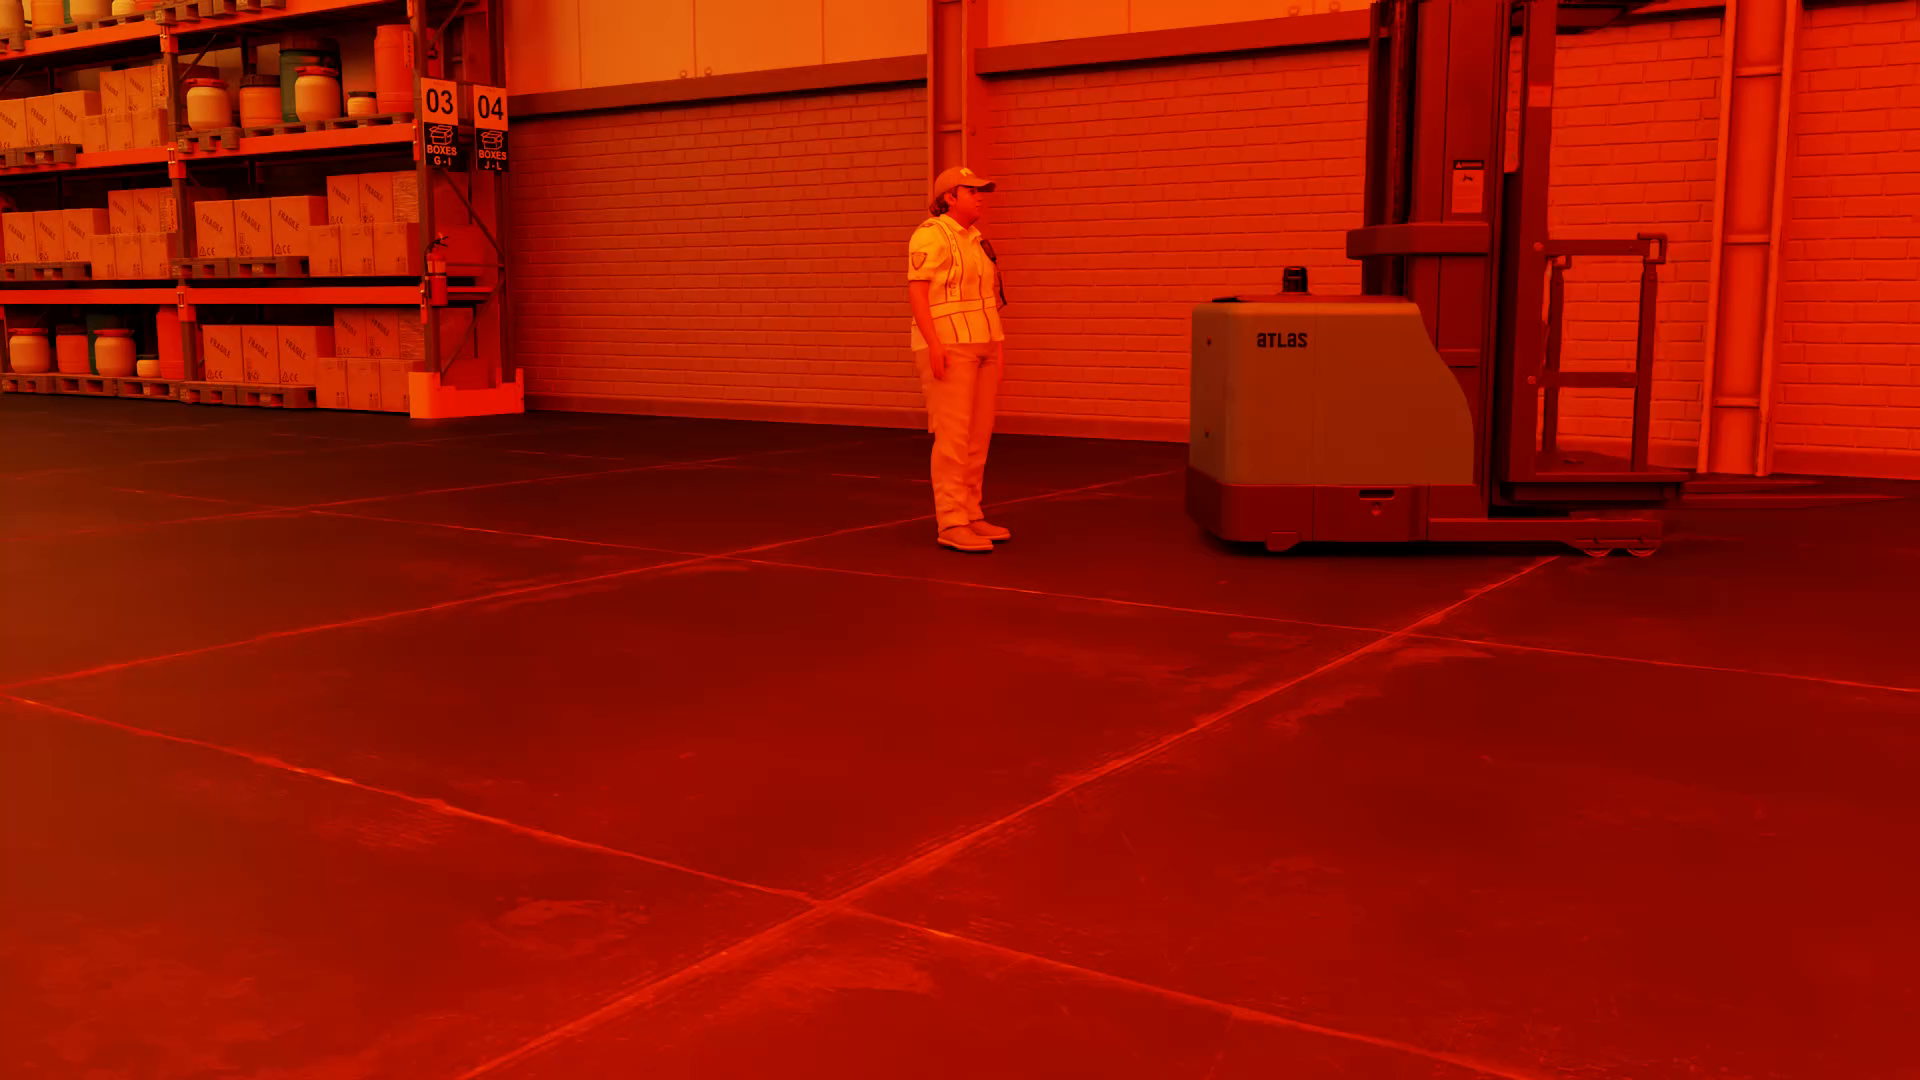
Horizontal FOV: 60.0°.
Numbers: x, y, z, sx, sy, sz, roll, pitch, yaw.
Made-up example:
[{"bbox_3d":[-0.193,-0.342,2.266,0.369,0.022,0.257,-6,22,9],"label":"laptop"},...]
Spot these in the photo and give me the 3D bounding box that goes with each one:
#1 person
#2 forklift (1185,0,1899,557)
[{"bbox_3d":[0.052,-0.823,7.423,0.527,1.670,0.598,5,10,34],"label":"person"},{"bbox_3d":[2.610,-1.453,7.413,3.031,2.935,1.130,0,8,-2],"label":"forklift"}]
